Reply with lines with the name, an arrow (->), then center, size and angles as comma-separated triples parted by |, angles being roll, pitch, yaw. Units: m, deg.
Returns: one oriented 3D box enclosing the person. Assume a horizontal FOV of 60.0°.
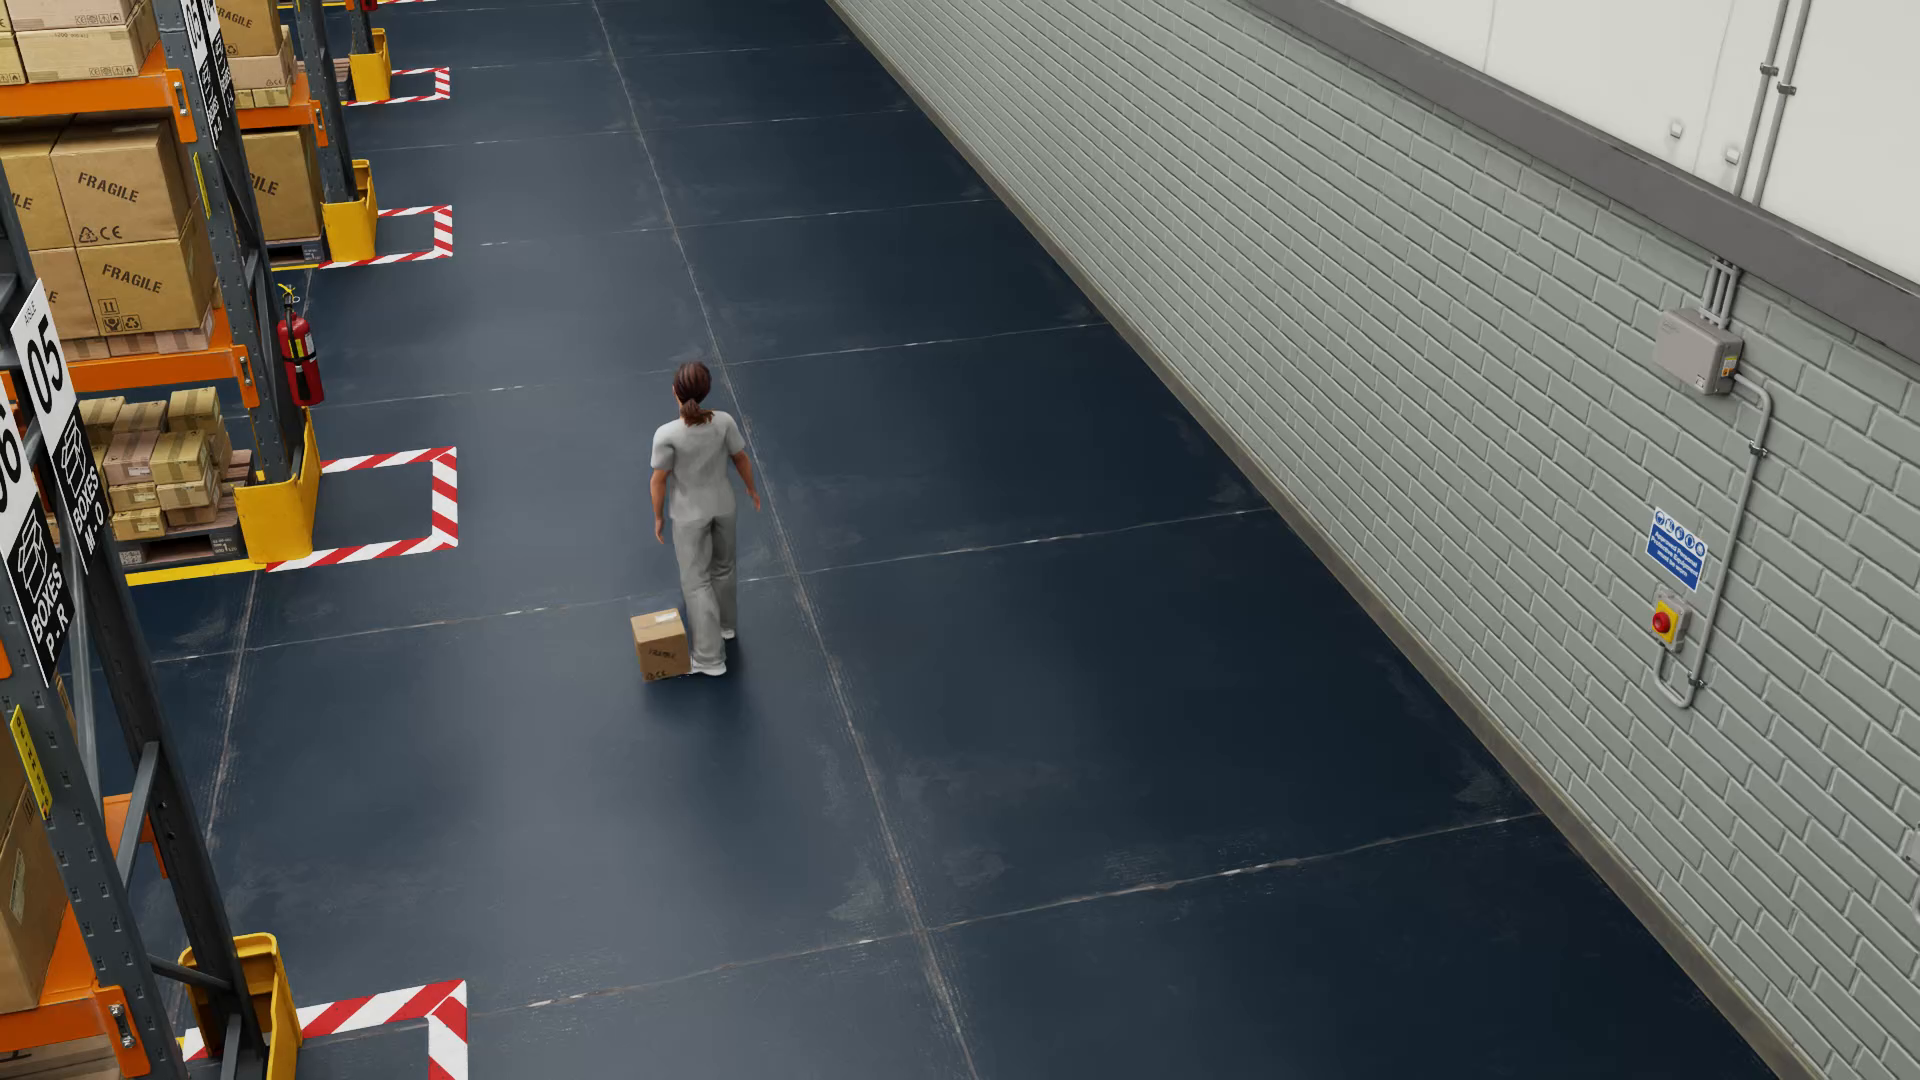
person -> -1.298, -0.161, 8.486 | 0.614, 1.664, 0.615 | -17, 35, -27
